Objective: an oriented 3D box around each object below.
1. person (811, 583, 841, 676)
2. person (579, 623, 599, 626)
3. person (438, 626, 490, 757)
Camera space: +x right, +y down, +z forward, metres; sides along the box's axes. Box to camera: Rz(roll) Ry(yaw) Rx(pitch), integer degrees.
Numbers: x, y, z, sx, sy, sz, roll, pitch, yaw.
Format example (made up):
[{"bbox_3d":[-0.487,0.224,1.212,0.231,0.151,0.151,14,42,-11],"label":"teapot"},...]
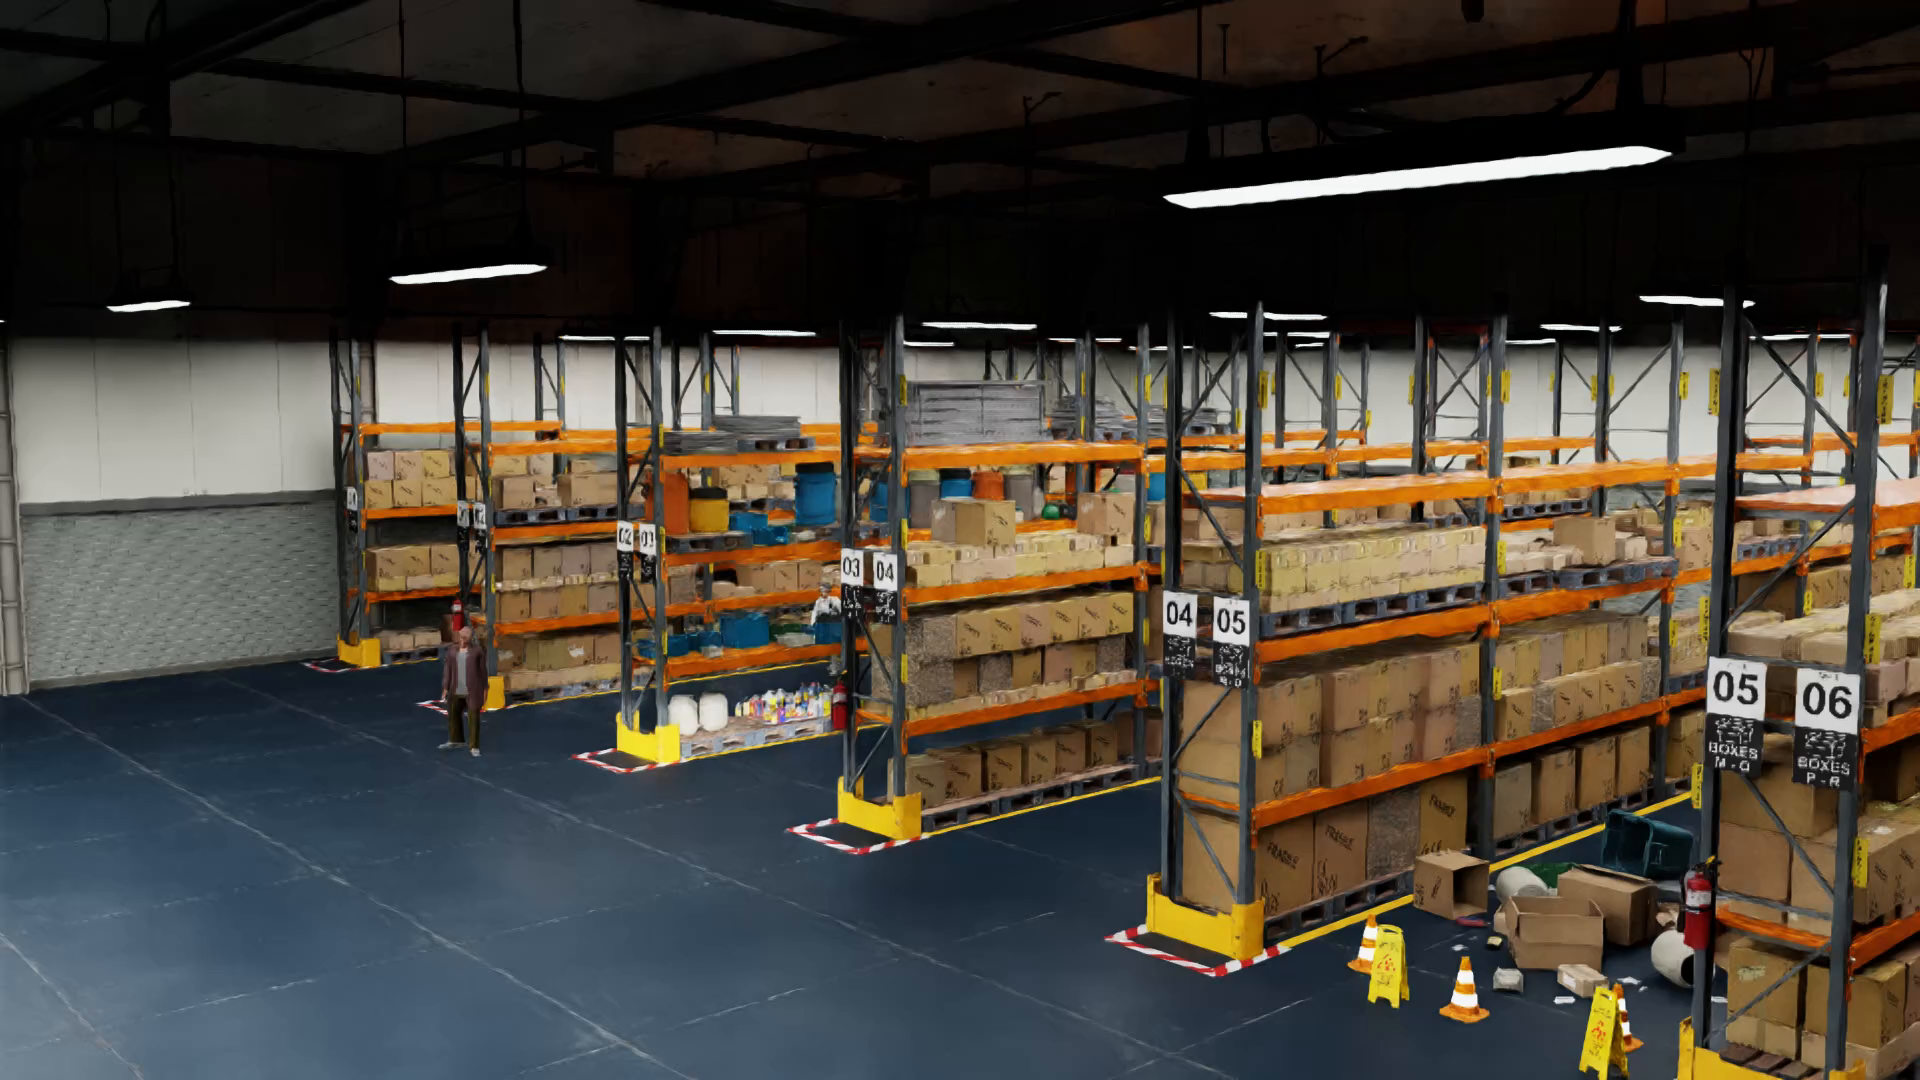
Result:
[{"bbox_3d":[-2.233,1.511,28.808,0.639,1.610,0.807,3,7,32],"label":"person"},{"bbox_3d":[-7.071,1.261,31.346,1.110,1.590,0.448,-5,7,-39],"label":"person"},{"bbox_3d":[-6.820,2.045,22.713,0.776,1.773,0.506,1,6,7],"label":"person"}]
